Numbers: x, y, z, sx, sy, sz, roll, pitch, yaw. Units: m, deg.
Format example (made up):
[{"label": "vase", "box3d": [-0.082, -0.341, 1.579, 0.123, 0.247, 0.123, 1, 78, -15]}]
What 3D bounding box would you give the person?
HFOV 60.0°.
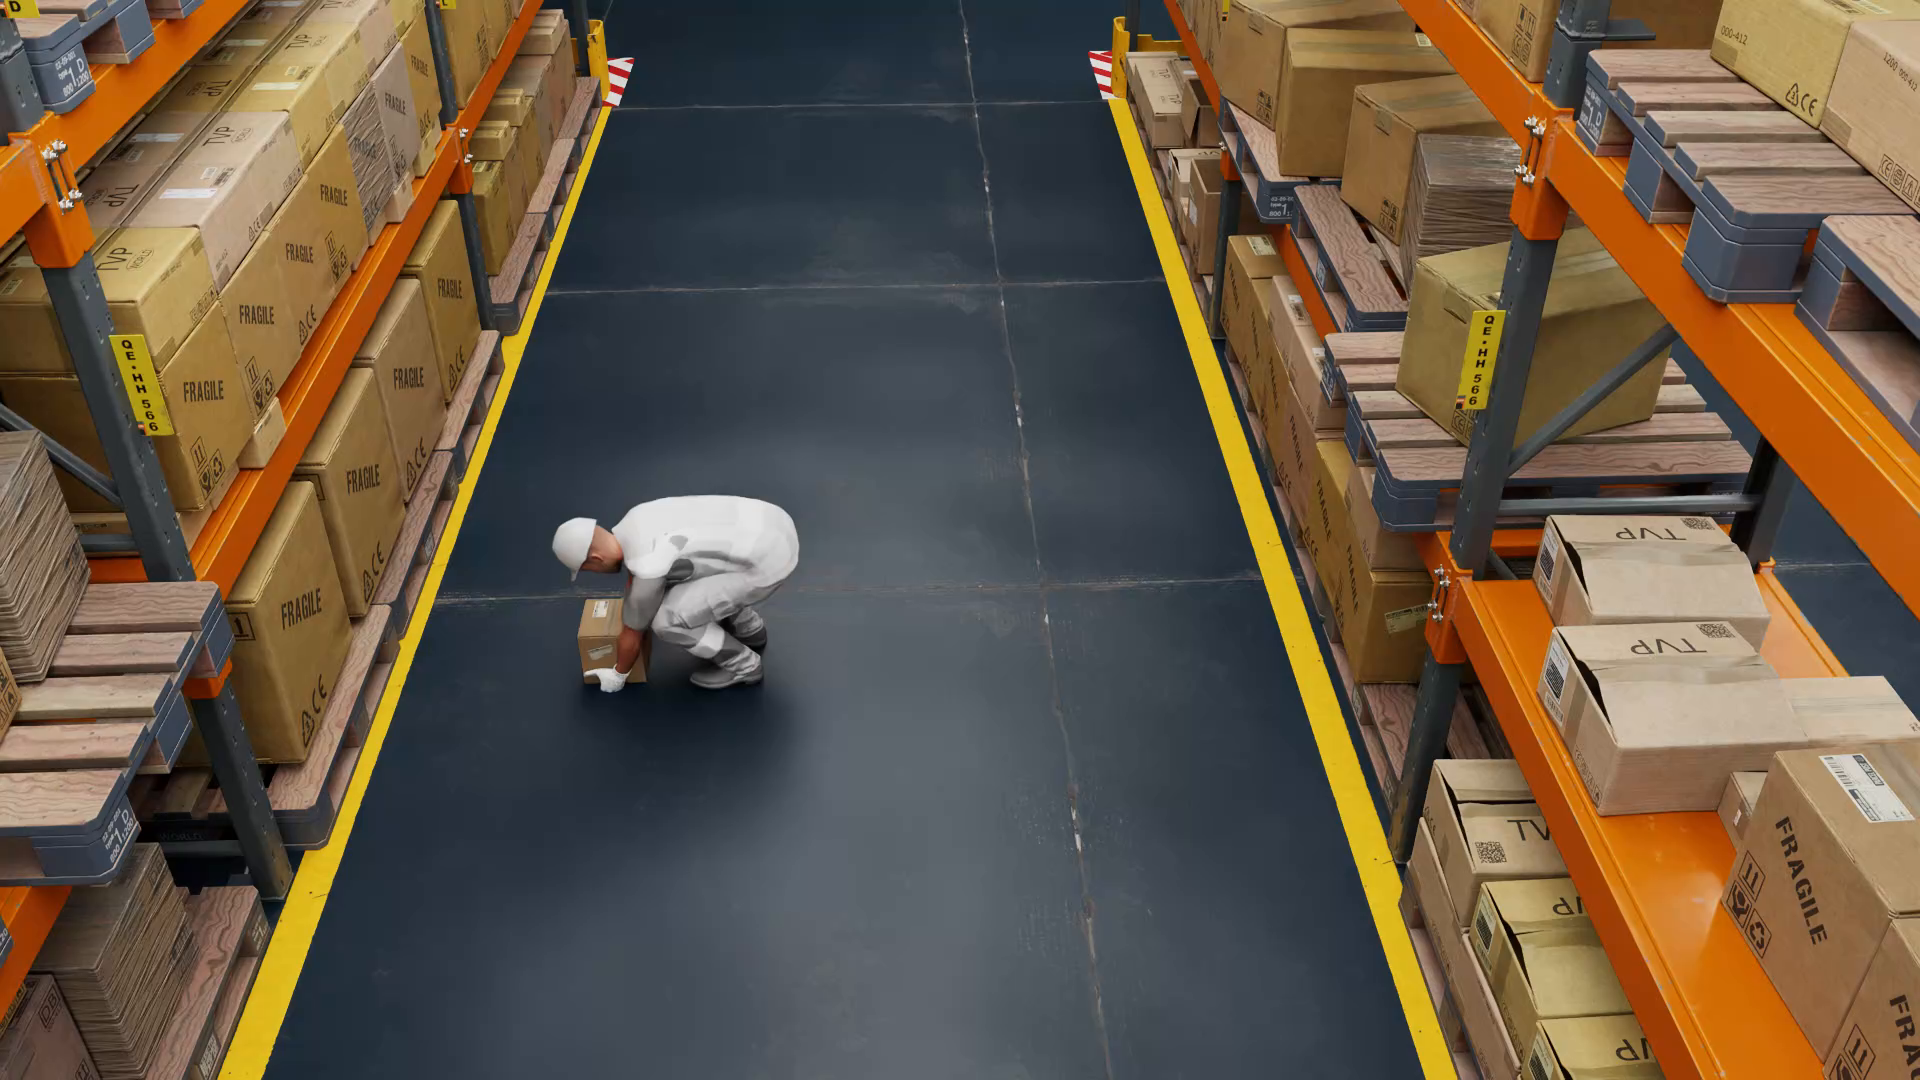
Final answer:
[{"label": "person", "box3d": [-1.122, 0.203, 6.737, 0.961, 0.804, 0.523, -2, 35, -3]}]
